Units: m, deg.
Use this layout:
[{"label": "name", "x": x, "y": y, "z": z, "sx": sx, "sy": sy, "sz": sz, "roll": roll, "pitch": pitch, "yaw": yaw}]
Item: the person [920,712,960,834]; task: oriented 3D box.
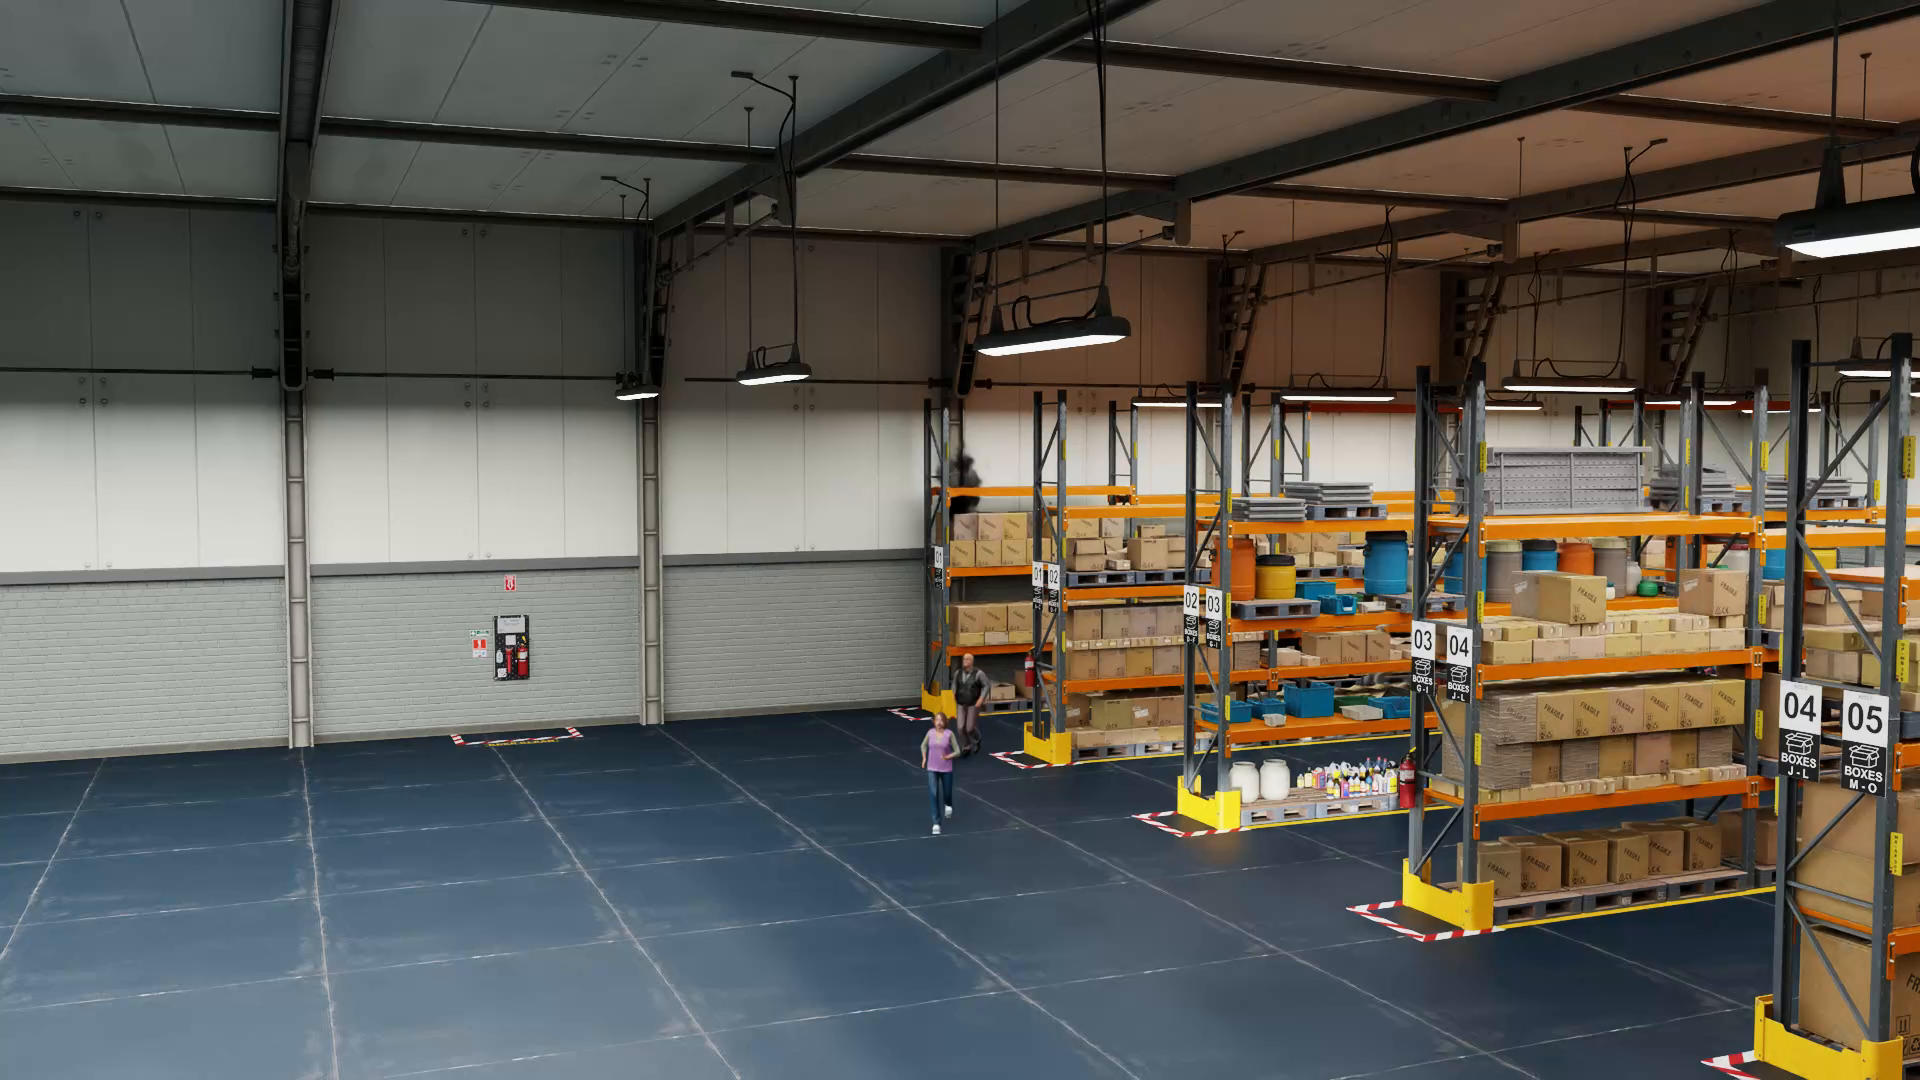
[{"label": "person", "x": -0.270, "y": 3.072, "z": 22.172, "sx": 0.548, "sy": 1.566, "sz": 0.792, "roll": 0, "pitch": 3, "yaw": 6}]

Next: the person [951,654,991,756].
[{"label": "person", "x": 0.140, "y": 2.710, "z": 27.298, "sx": 0.669, "sy": 1.685, "sz": 0.577, "roll": 1, "pitch": 4, "yaw": 23}]

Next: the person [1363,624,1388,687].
[{"label": "person", "x": 8.164, "y": 2.452, "z": 32.489, "sx": 0.549, "sy": 1.627, "sz": 0.607, "roll": -2, "pitch": 4, "yaw": -35}]
